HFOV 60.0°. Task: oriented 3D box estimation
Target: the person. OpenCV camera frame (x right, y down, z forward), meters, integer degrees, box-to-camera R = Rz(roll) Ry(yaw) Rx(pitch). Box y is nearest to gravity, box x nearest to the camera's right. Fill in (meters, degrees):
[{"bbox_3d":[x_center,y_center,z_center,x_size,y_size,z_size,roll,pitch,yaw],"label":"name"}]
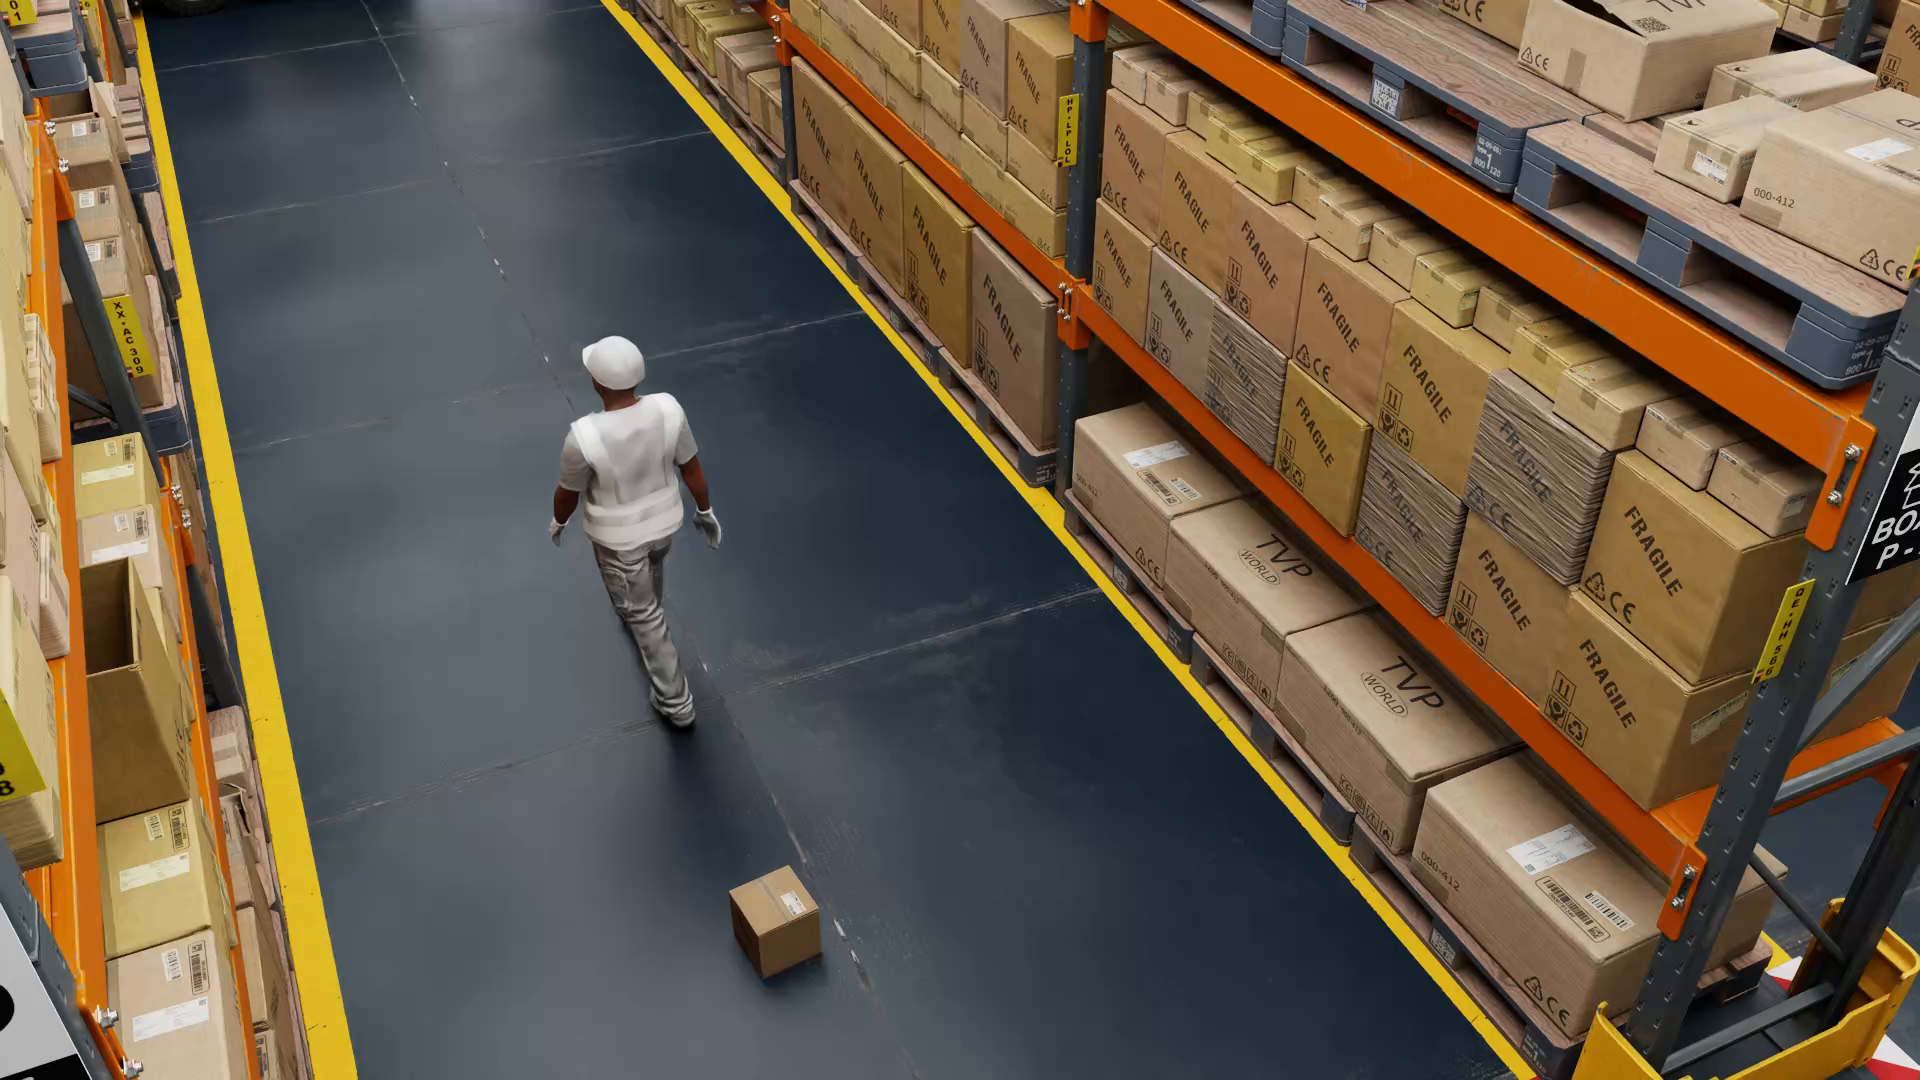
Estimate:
[{"bbox_3d":[-1.420,-0.134,6.984,0.604,1.735,0.970,-28,45,-32],"label":"person"}]
